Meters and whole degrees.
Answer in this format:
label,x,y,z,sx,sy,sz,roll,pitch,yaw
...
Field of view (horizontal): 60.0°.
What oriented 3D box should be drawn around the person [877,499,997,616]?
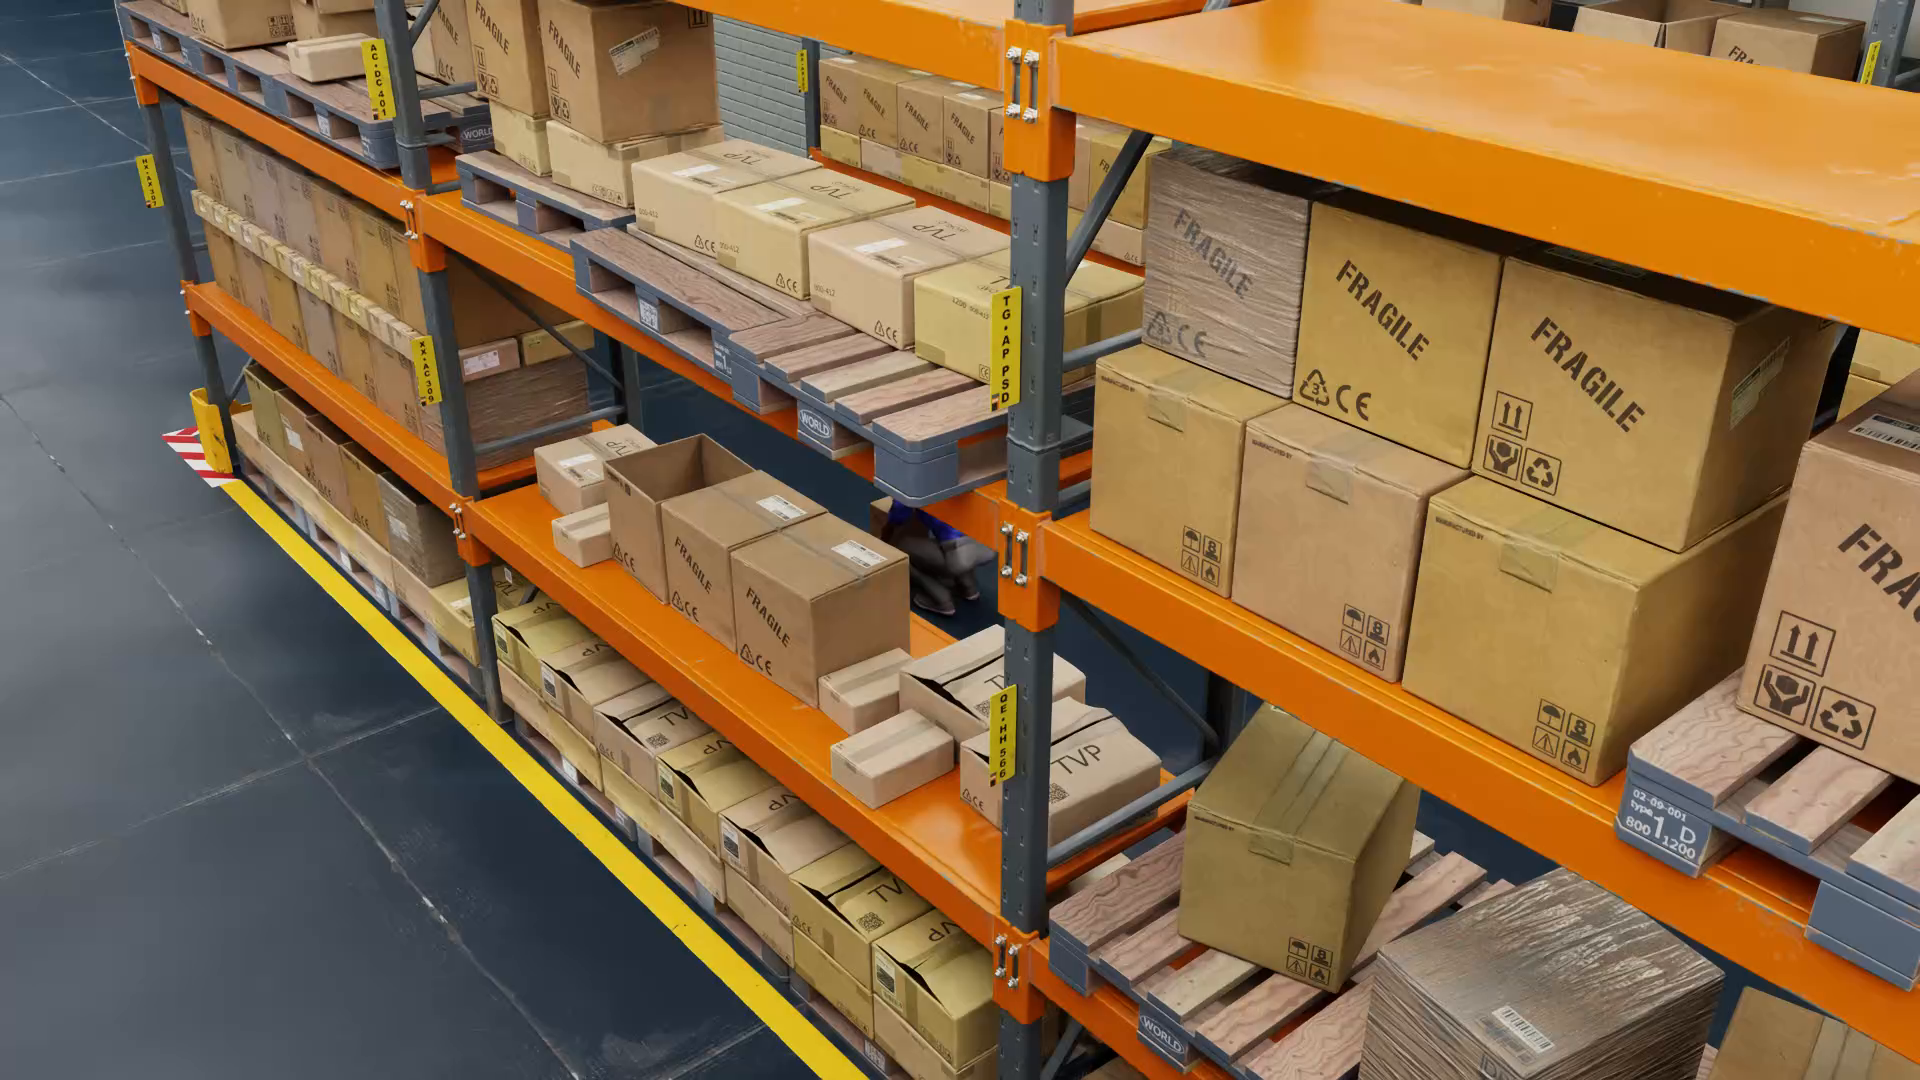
label,x,y,z,sx,sy,sz,roll,pitch,yaw
person,-0.146,-0.096,9.594,0.504,0.926,0.812,-22,35,-35
